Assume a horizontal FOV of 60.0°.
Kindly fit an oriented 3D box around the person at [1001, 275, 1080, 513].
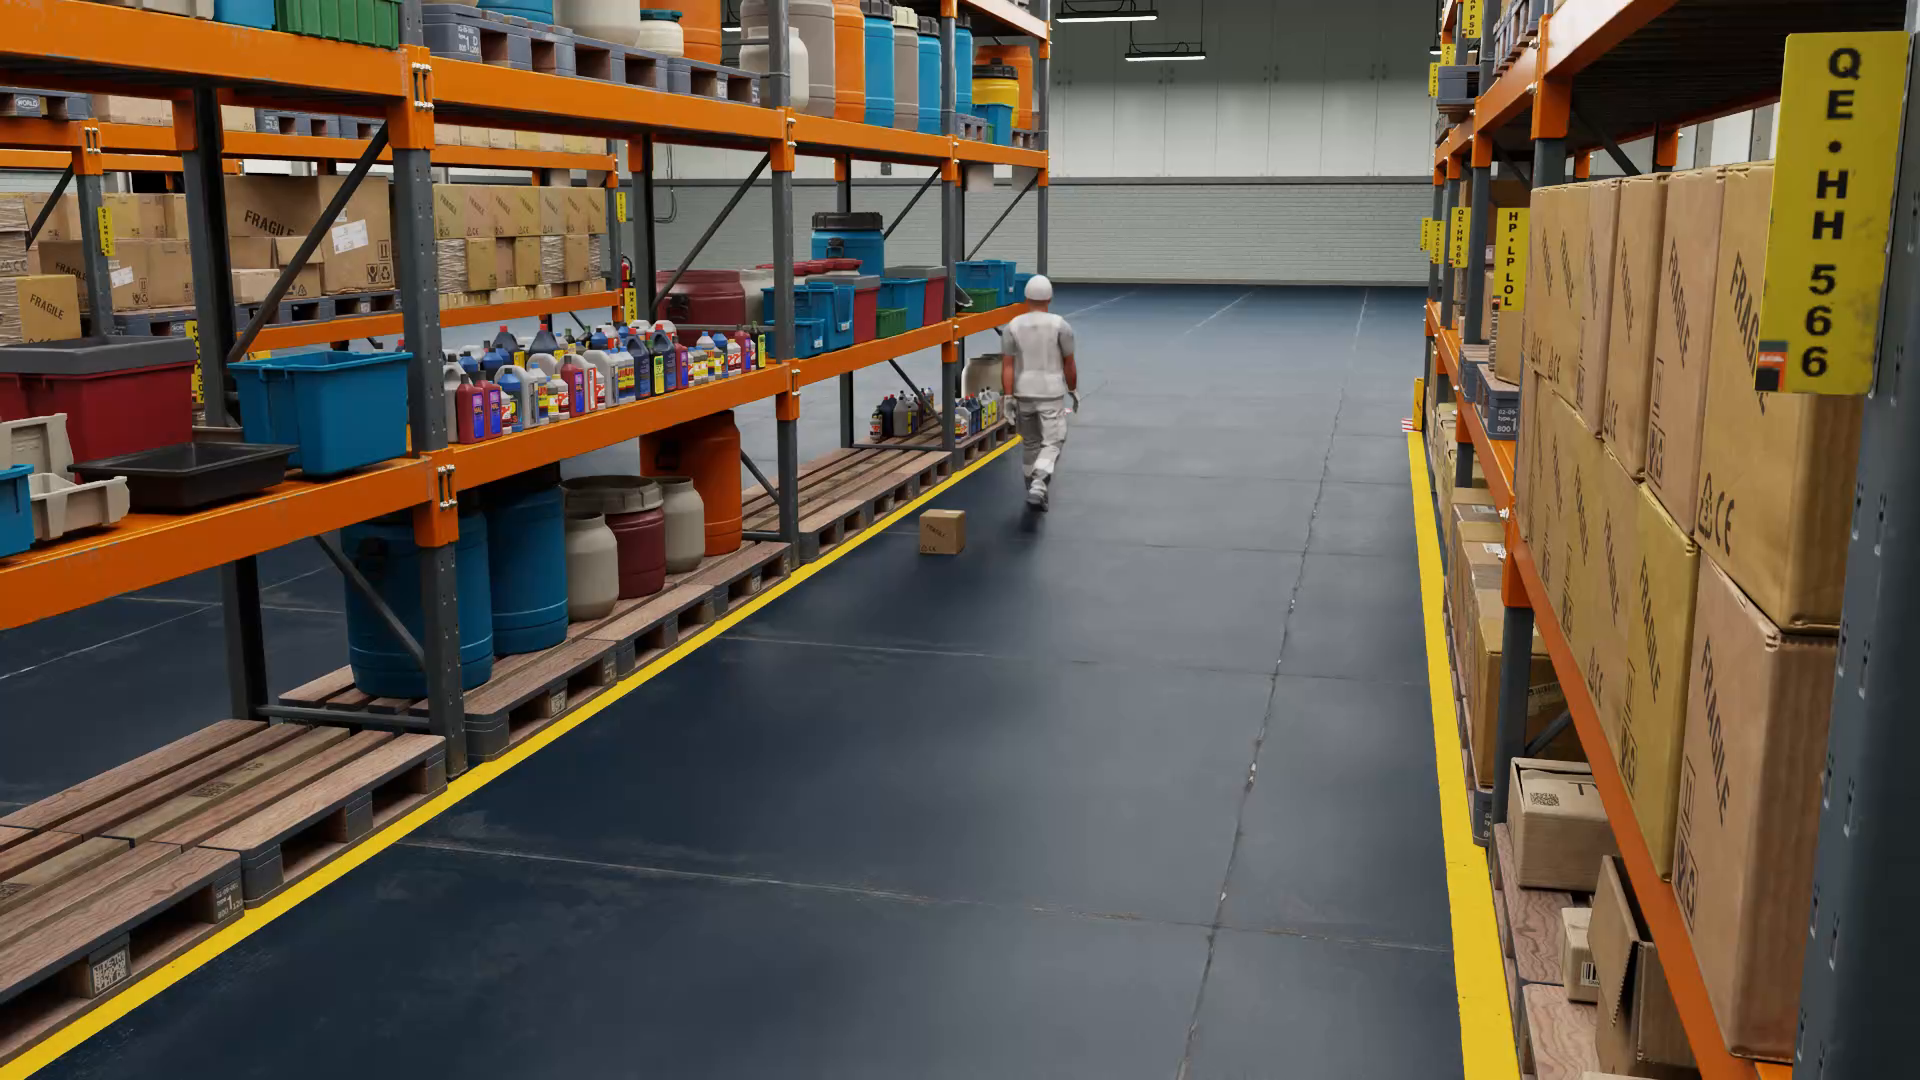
[{"bbox_3d":[0.581,-1.043,12.085,0.528,1.752,0.990,4,12,17],"label":"person"}]
